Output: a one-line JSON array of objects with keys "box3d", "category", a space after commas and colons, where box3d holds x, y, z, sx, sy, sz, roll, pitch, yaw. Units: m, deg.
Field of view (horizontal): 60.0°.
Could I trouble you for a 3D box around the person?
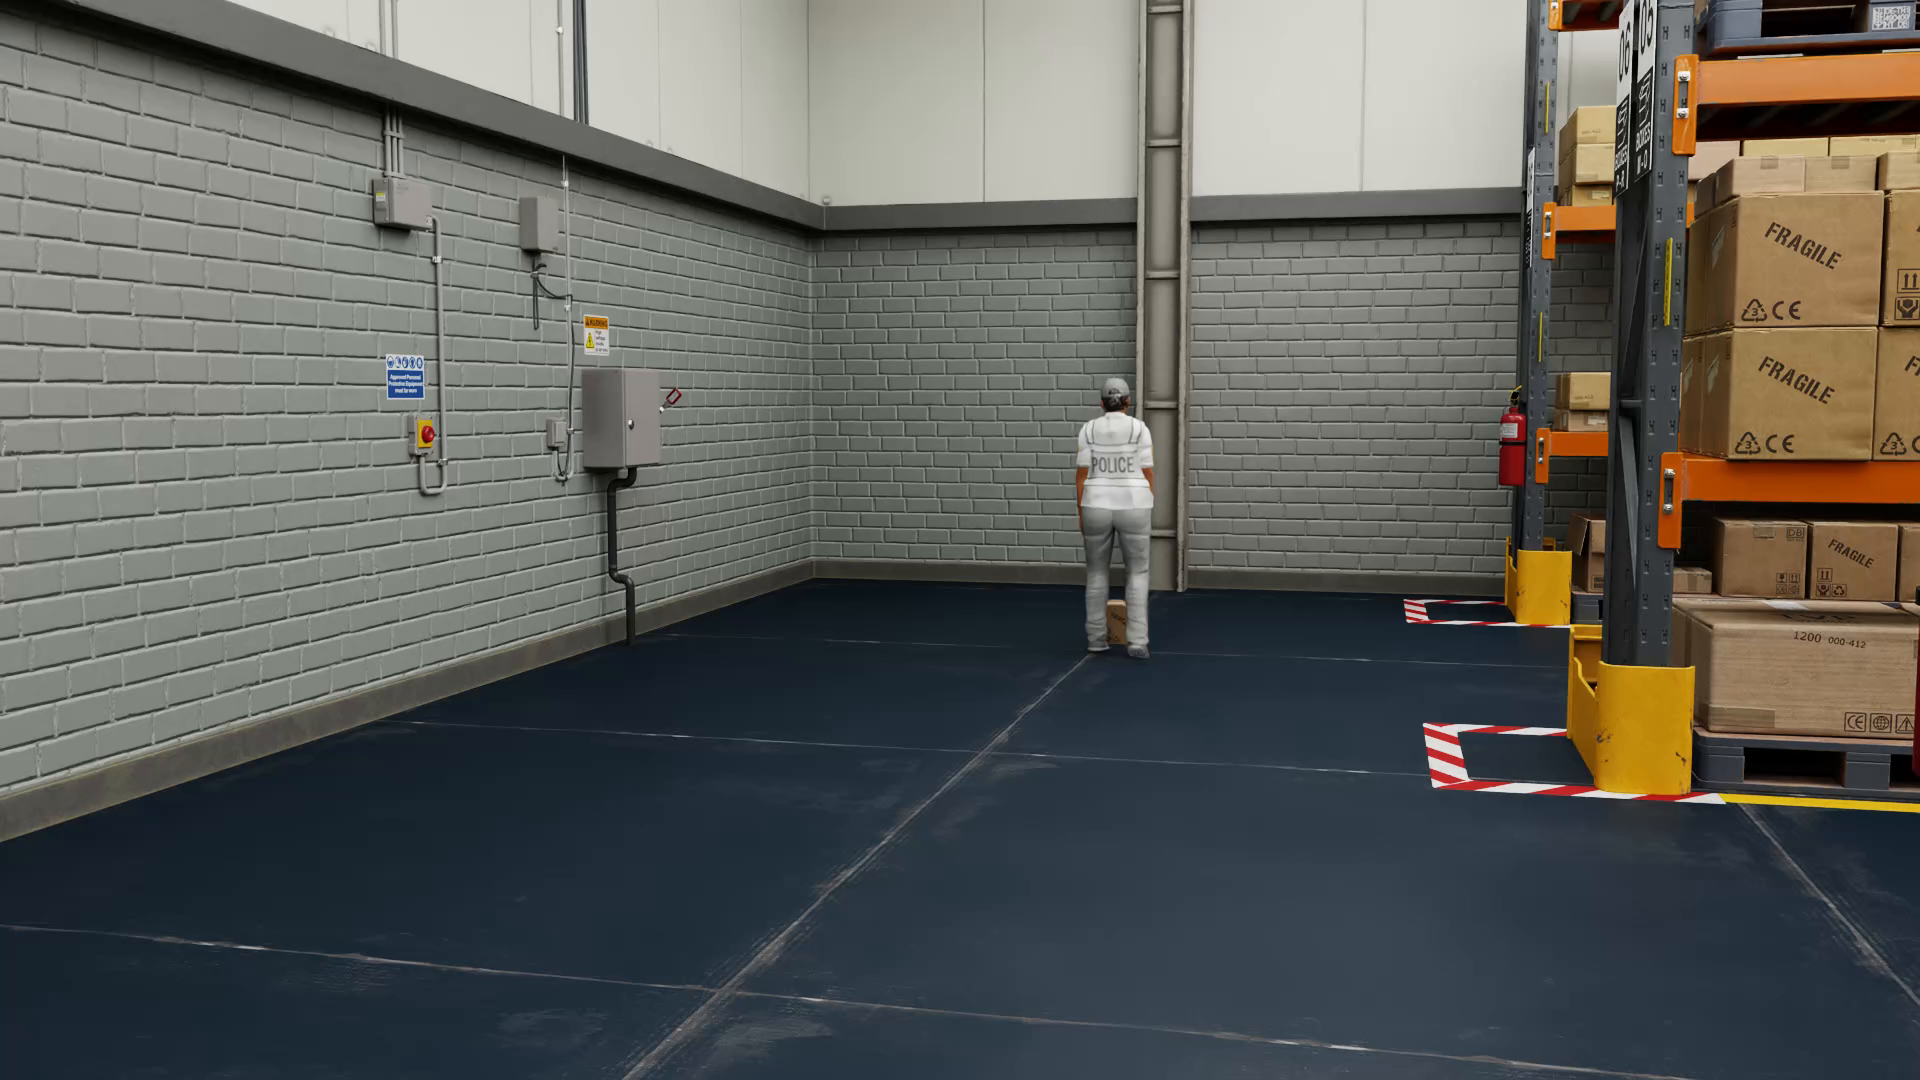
[{"box3d": [0.930, -0.087, 9.967, 0.481, 1.777, 0.428, 1, 5, 14], "category": "person"}]
